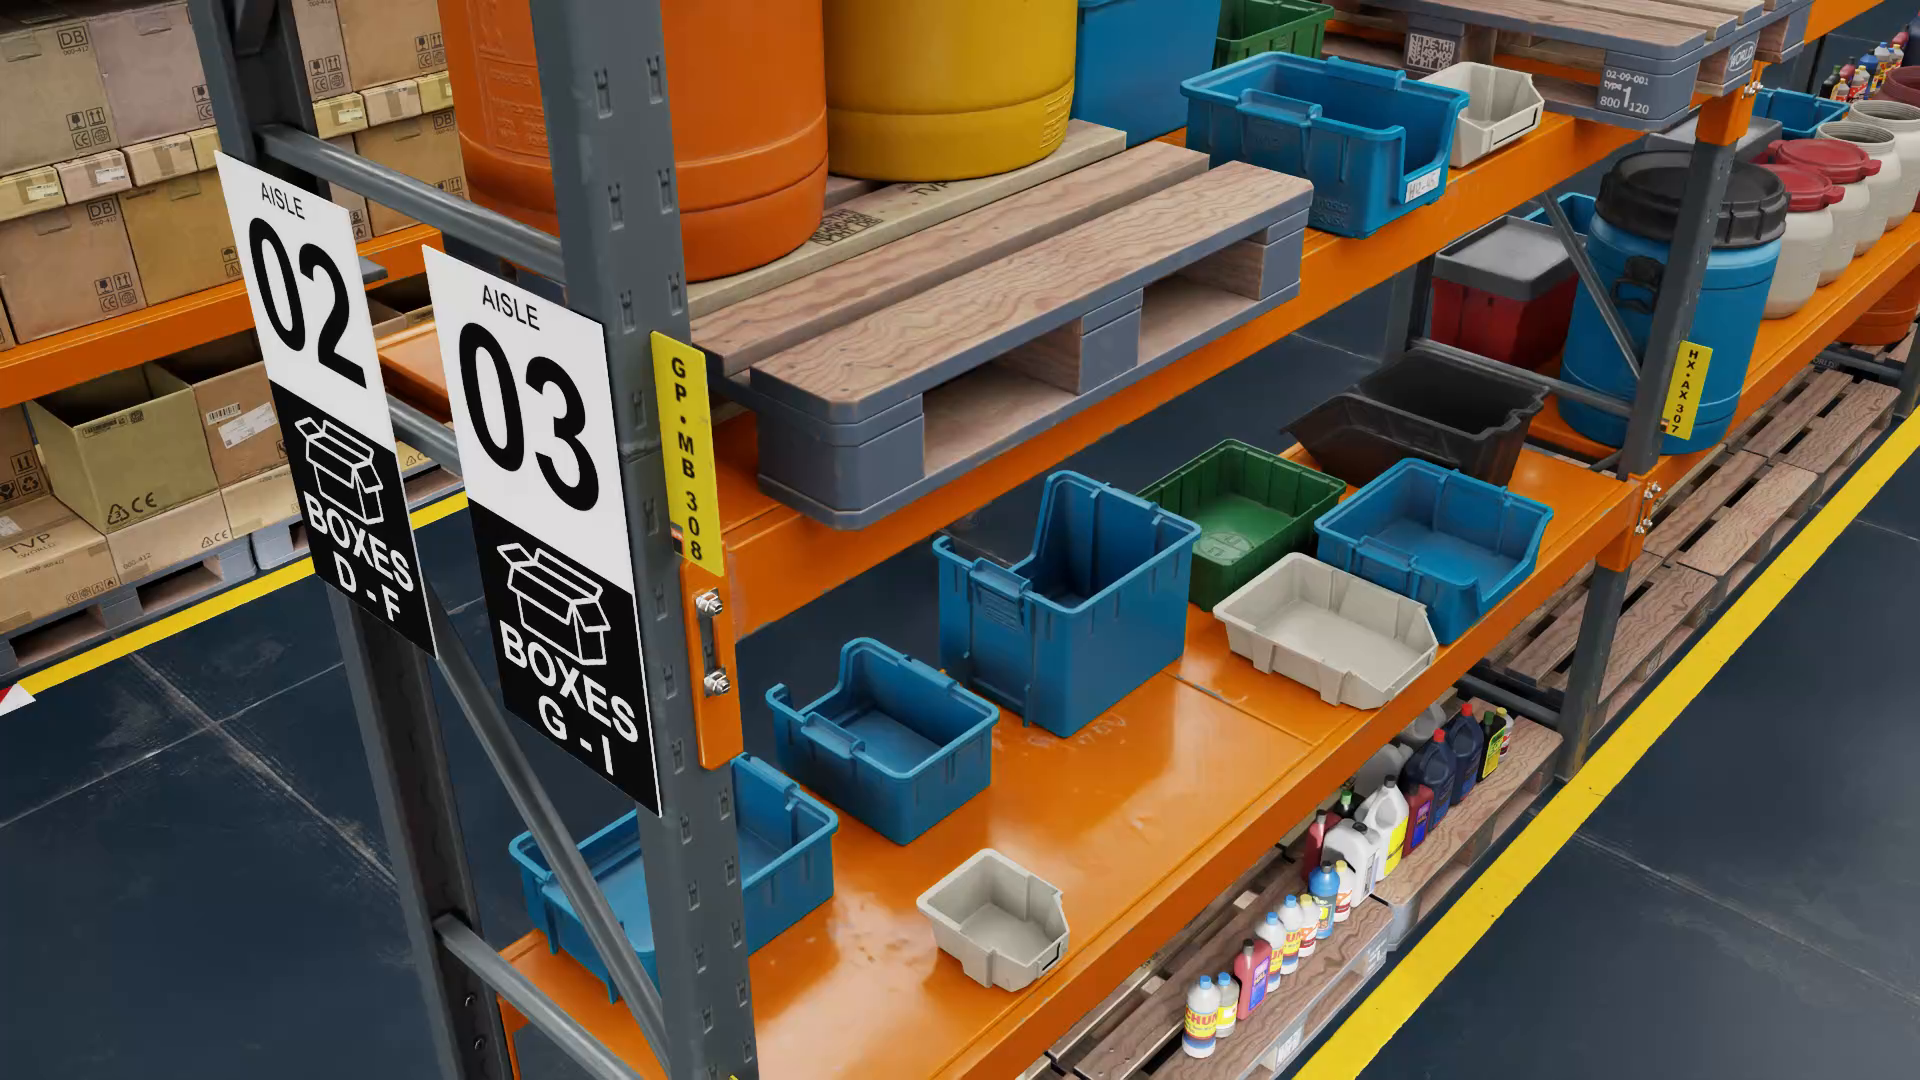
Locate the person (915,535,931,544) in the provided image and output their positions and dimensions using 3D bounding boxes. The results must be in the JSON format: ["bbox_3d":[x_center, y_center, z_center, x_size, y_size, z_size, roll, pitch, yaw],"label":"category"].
[{"bbox_3d":[-0.189,-0.753,7.405,0.472,1.680,0.530,-25,39,-34],"label":"person"}]
